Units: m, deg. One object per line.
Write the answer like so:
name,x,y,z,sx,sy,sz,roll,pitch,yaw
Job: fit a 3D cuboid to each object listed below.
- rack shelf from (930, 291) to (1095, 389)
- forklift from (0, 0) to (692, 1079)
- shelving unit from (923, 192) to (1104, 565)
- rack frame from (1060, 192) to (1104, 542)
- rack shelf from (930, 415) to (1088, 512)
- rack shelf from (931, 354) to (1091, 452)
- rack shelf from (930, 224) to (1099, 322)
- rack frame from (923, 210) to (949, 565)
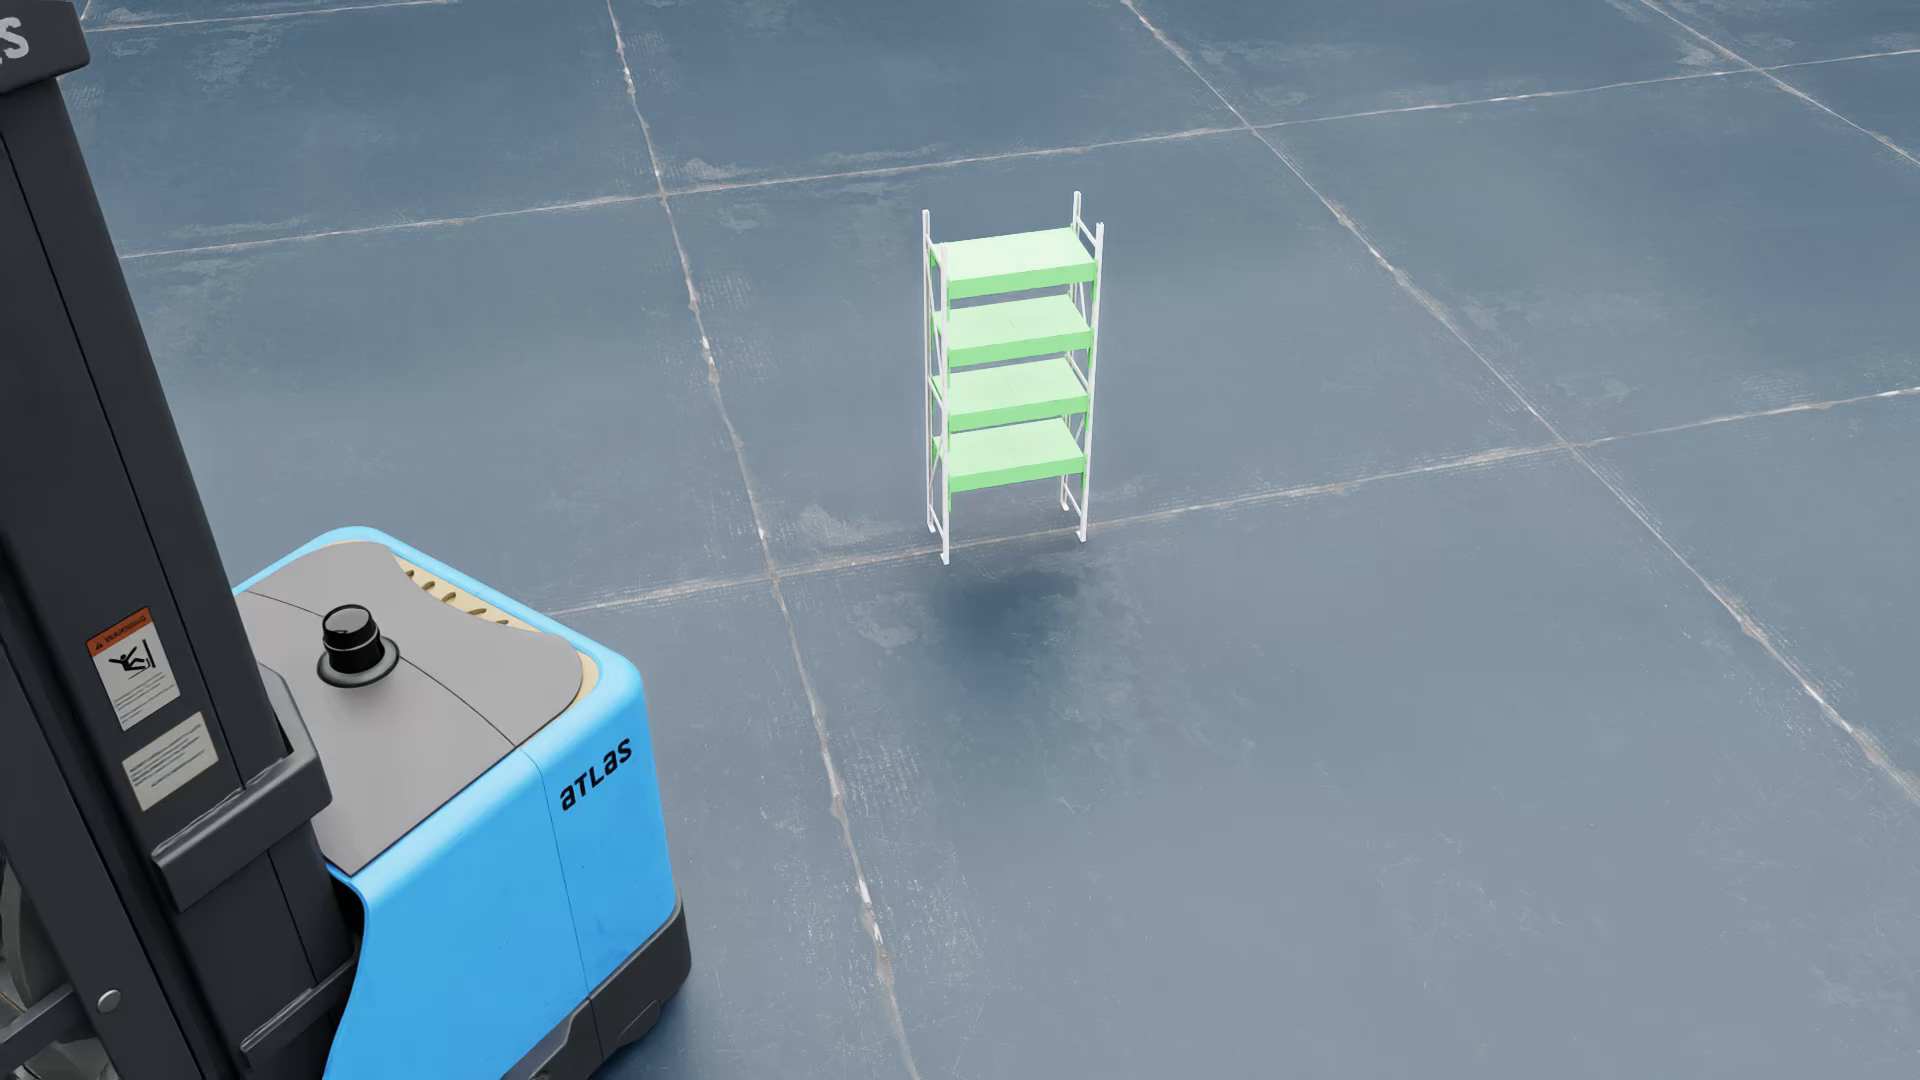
rack shelf,0.160,-0.643,5.313,0.480,0.148,0.258,-9,38,-12
forklift,-1.933,0.533,2.640,1.130,2.935,3.031,23,43,27
shelving unit,0.160,-0.503,5.420,0.503,1.200,0.258,-9,38,-12
rack frame,0.395,-0.541,5.470,0.015,1.200,0.240,-9,38,-12
rack shelf,0.160,-0.261,5.604,0.480,0.148,0.258,-9,38,-12
rack shelf,0.160,-0.452,5.459,0.480,0.148,0.258,-9,38,-12
rack shelf,0.160,-0.833,5.167,0.480,0.148,0.258,-9,38,-12
rack frame,-0.076,-0.464,5.369,0.015,1.200,0.240,-9,38,-12
